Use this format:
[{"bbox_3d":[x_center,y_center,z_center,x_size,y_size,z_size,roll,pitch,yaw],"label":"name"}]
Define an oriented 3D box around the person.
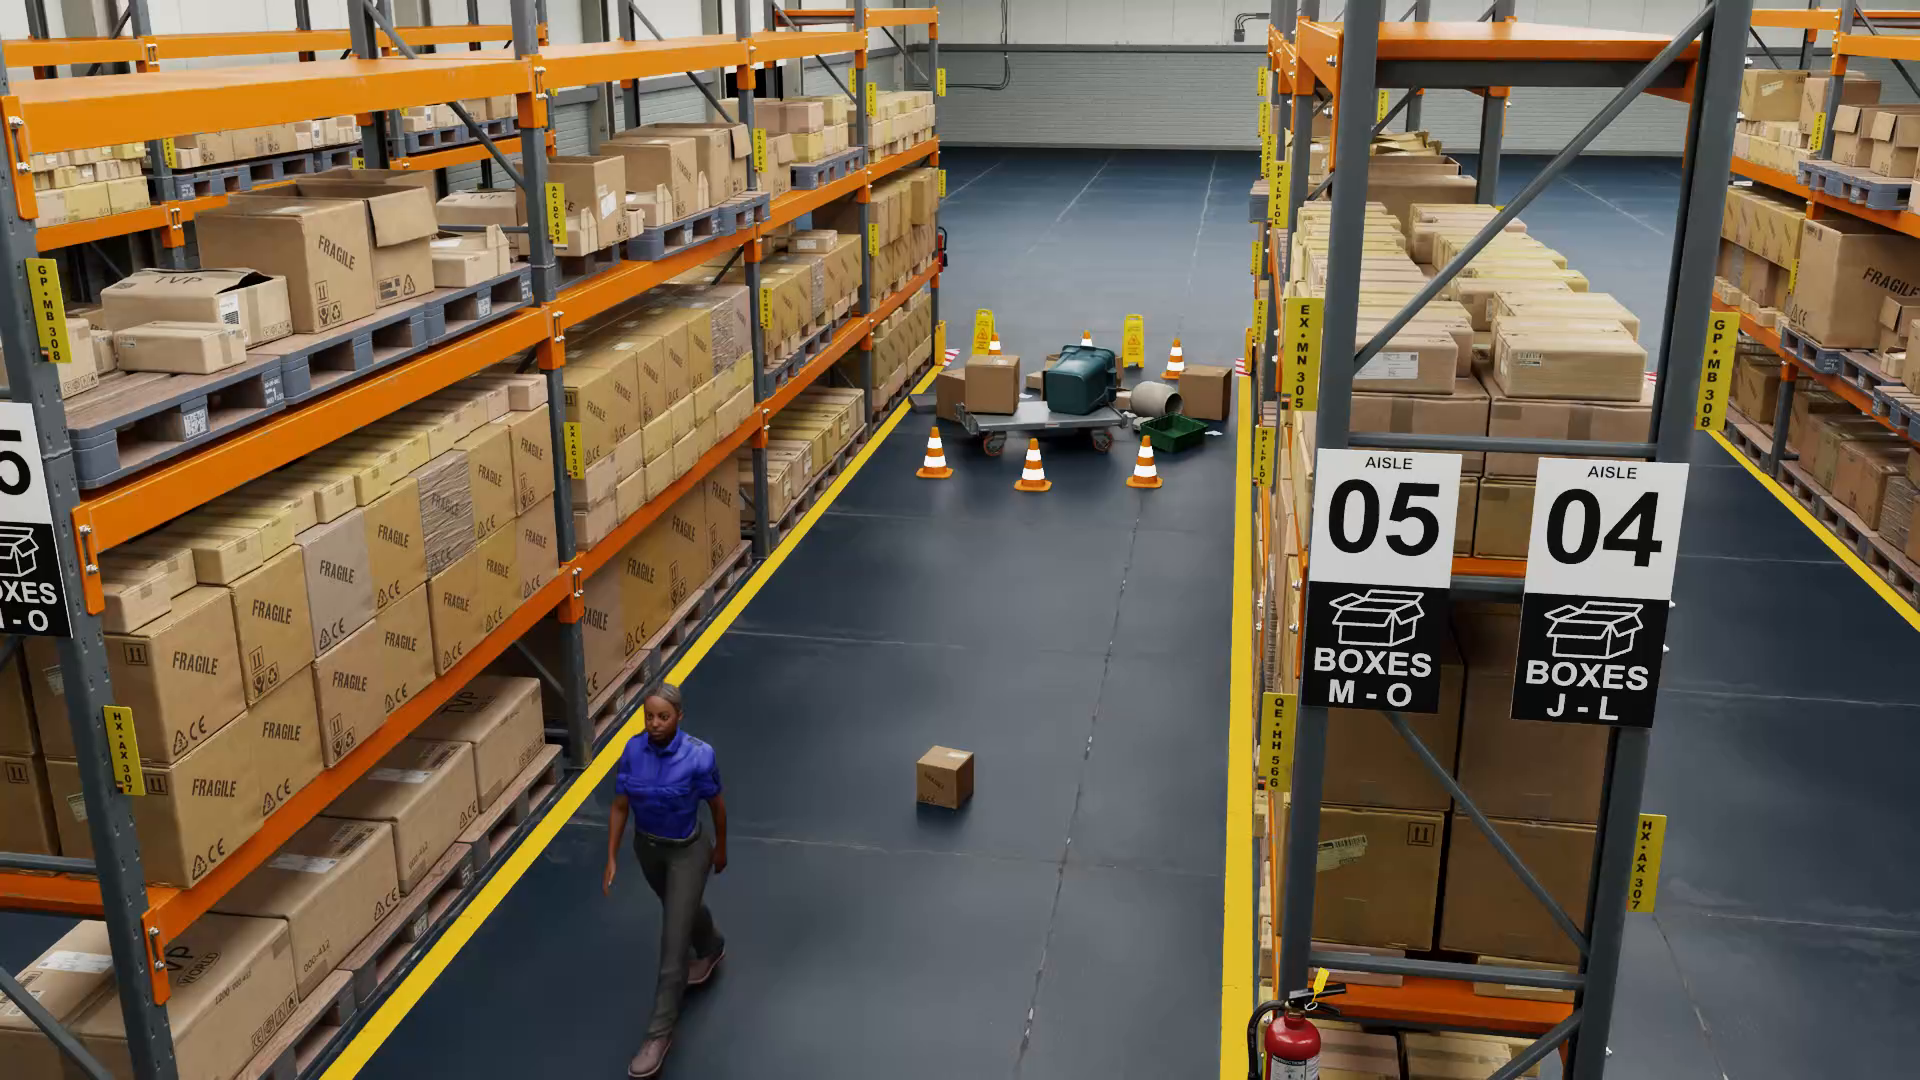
[{"bbox_3d":[-1.299,1.385,7.272,0.449,1.592,0.991,7,19,20],"label":"person"}]
